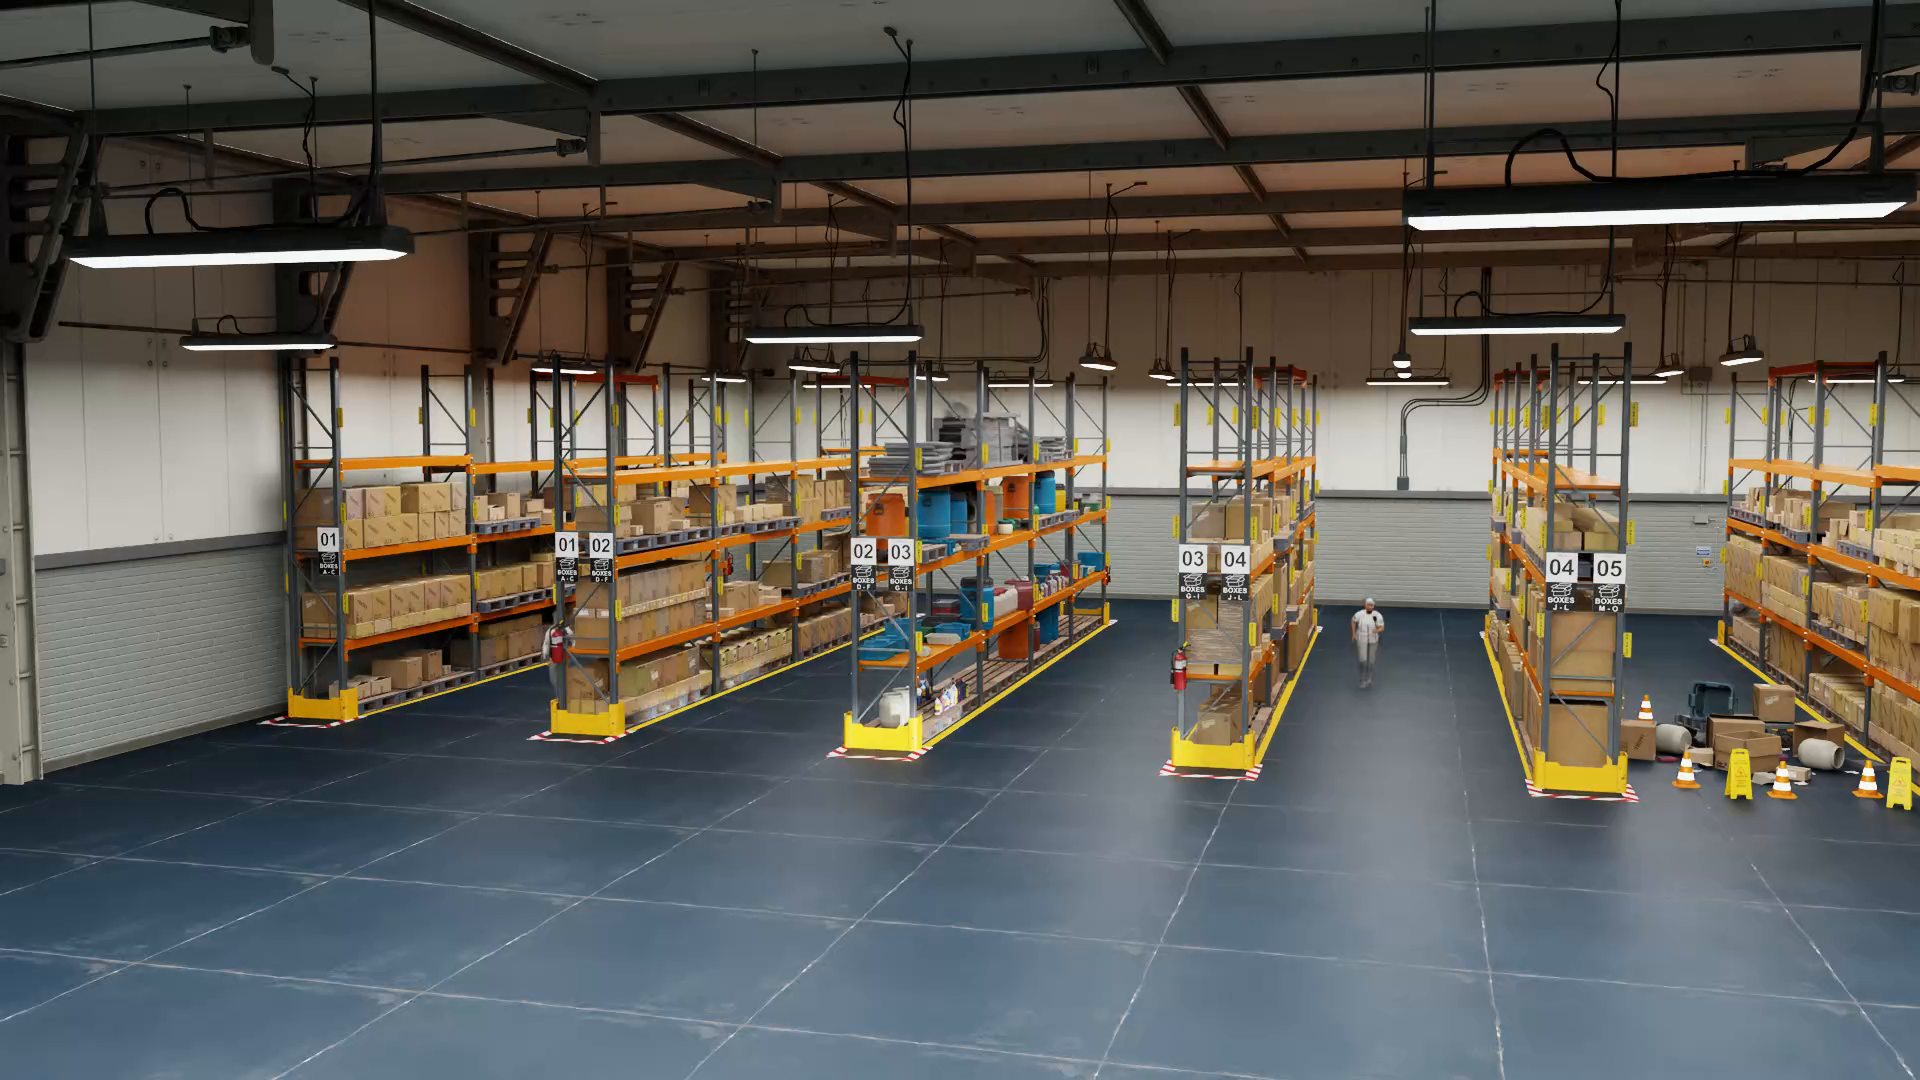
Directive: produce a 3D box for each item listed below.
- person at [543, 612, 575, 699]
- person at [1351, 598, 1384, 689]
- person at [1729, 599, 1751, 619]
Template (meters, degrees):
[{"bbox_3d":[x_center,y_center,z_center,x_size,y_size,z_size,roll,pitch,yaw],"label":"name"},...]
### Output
[{"bbox_3d":[-6.919,2.071,28.781,0.617,1.682,0.747,0,4,2],"label":"person"},{"bbox_3d":[7.561,1.921,30.822,0.570,1.705,0.774,0,4,6],"label":"person"},{"bbox_3d":[17.850,1.360,37.929,0.745,1.732,0.591,-3,5,-35],"label":"person"}]
